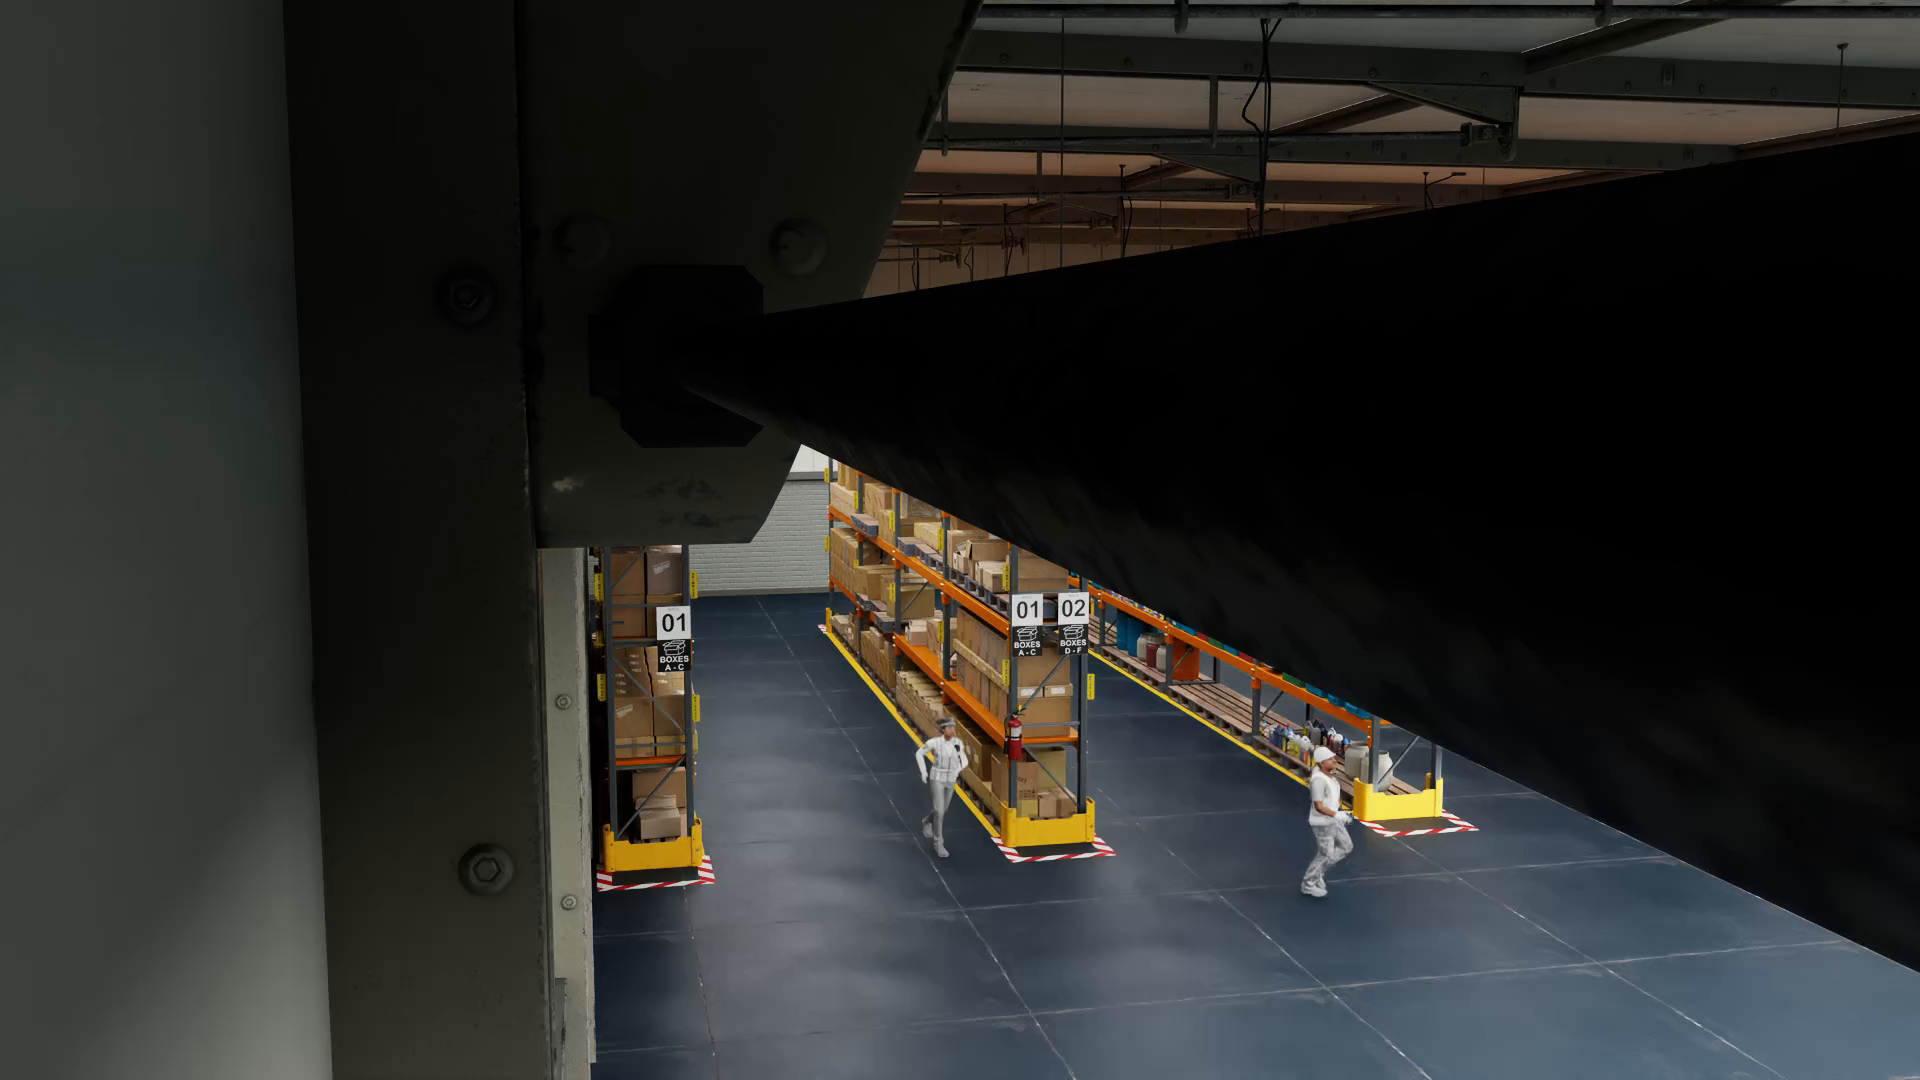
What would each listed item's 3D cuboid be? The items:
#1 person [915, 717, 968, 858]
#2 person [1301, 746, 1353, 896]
[{"bbox_3d":[-0.205,3.032,20.851,0.645,1.684,0.887,-3,7,-24],"label":"person"},{"bbox_3d":[4.211,3.210,19.015,0.575,1.737,0.684,2,7,20],"label":"person"}]
